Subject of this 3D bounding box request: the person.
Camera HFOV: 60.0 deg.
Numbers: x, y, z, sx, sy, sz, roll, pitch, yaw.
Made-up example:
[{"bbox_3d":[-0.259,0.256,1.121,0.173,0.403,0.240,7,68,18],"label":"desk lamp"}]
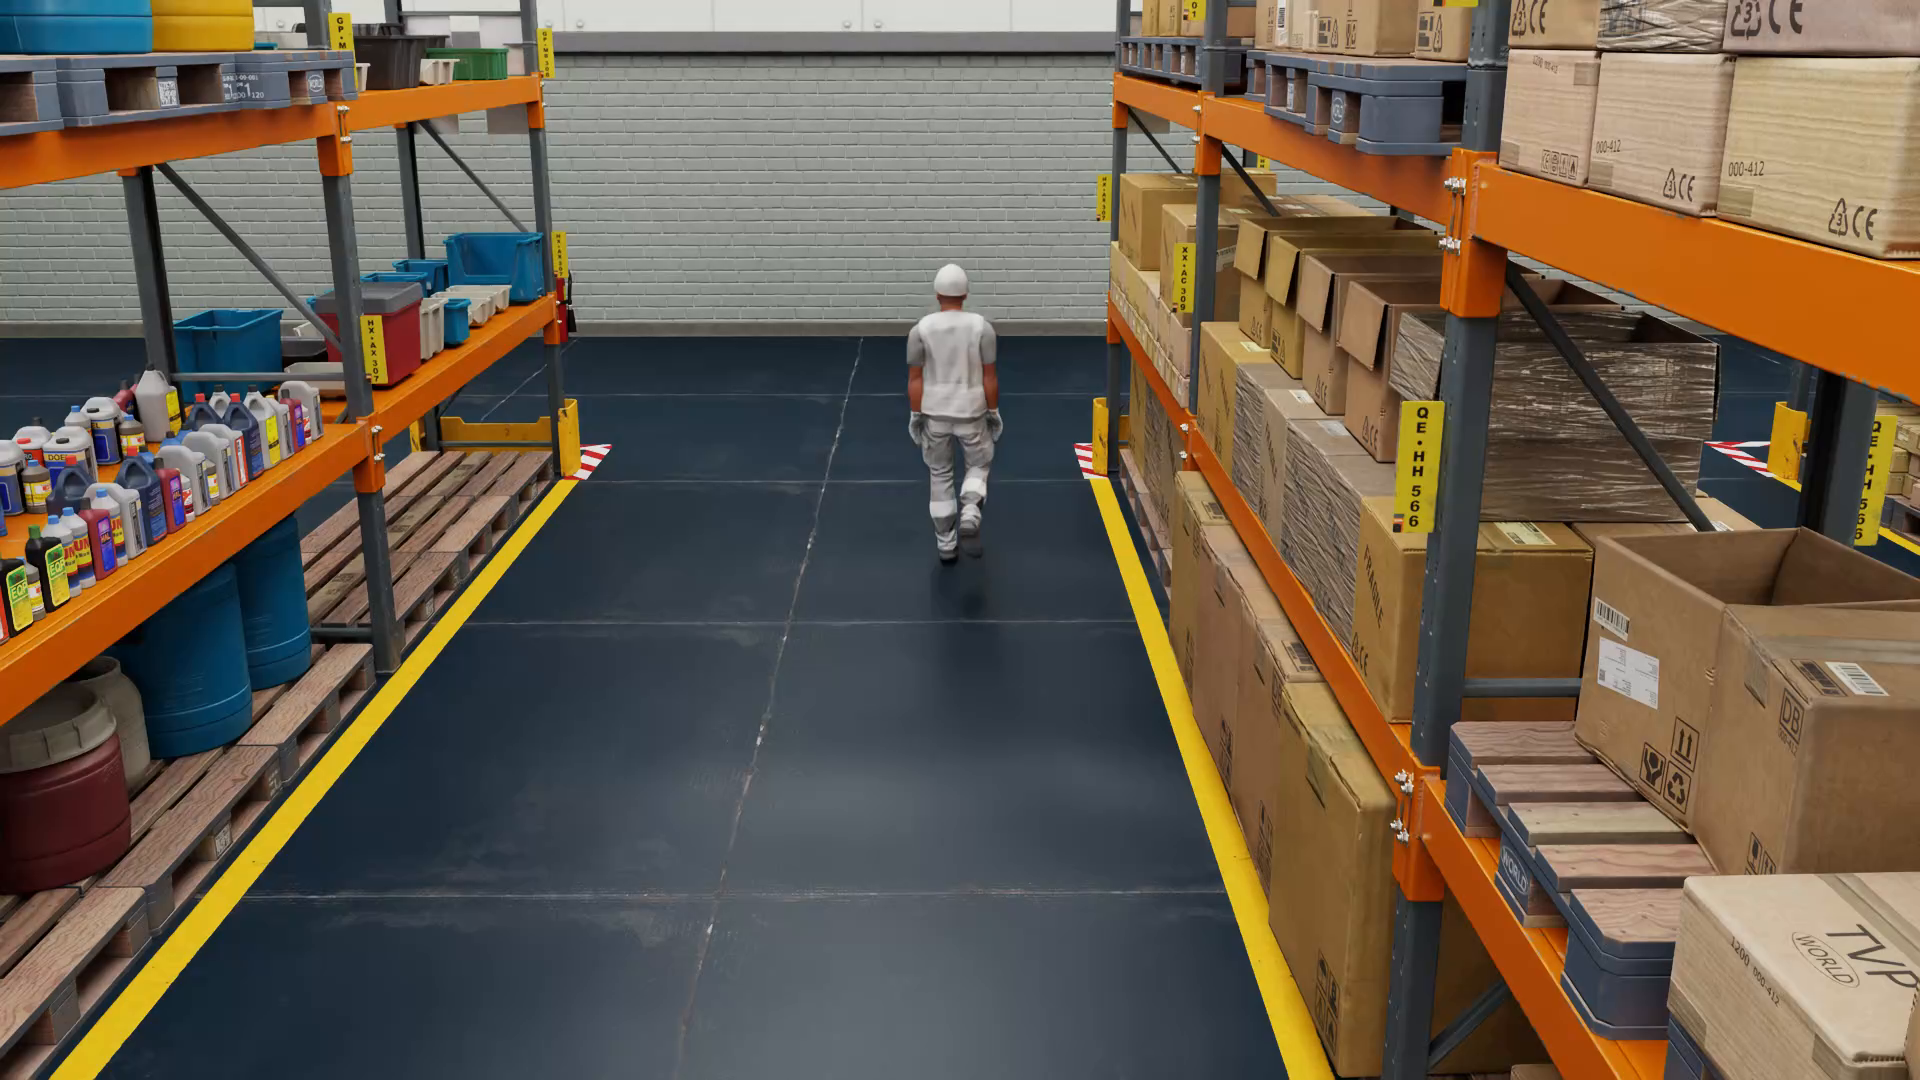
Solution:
[{"bbox_3d":[-0.027,-0.734,9.811,0.563,1.779,0.569,1,17,2],"label":"person"}]
